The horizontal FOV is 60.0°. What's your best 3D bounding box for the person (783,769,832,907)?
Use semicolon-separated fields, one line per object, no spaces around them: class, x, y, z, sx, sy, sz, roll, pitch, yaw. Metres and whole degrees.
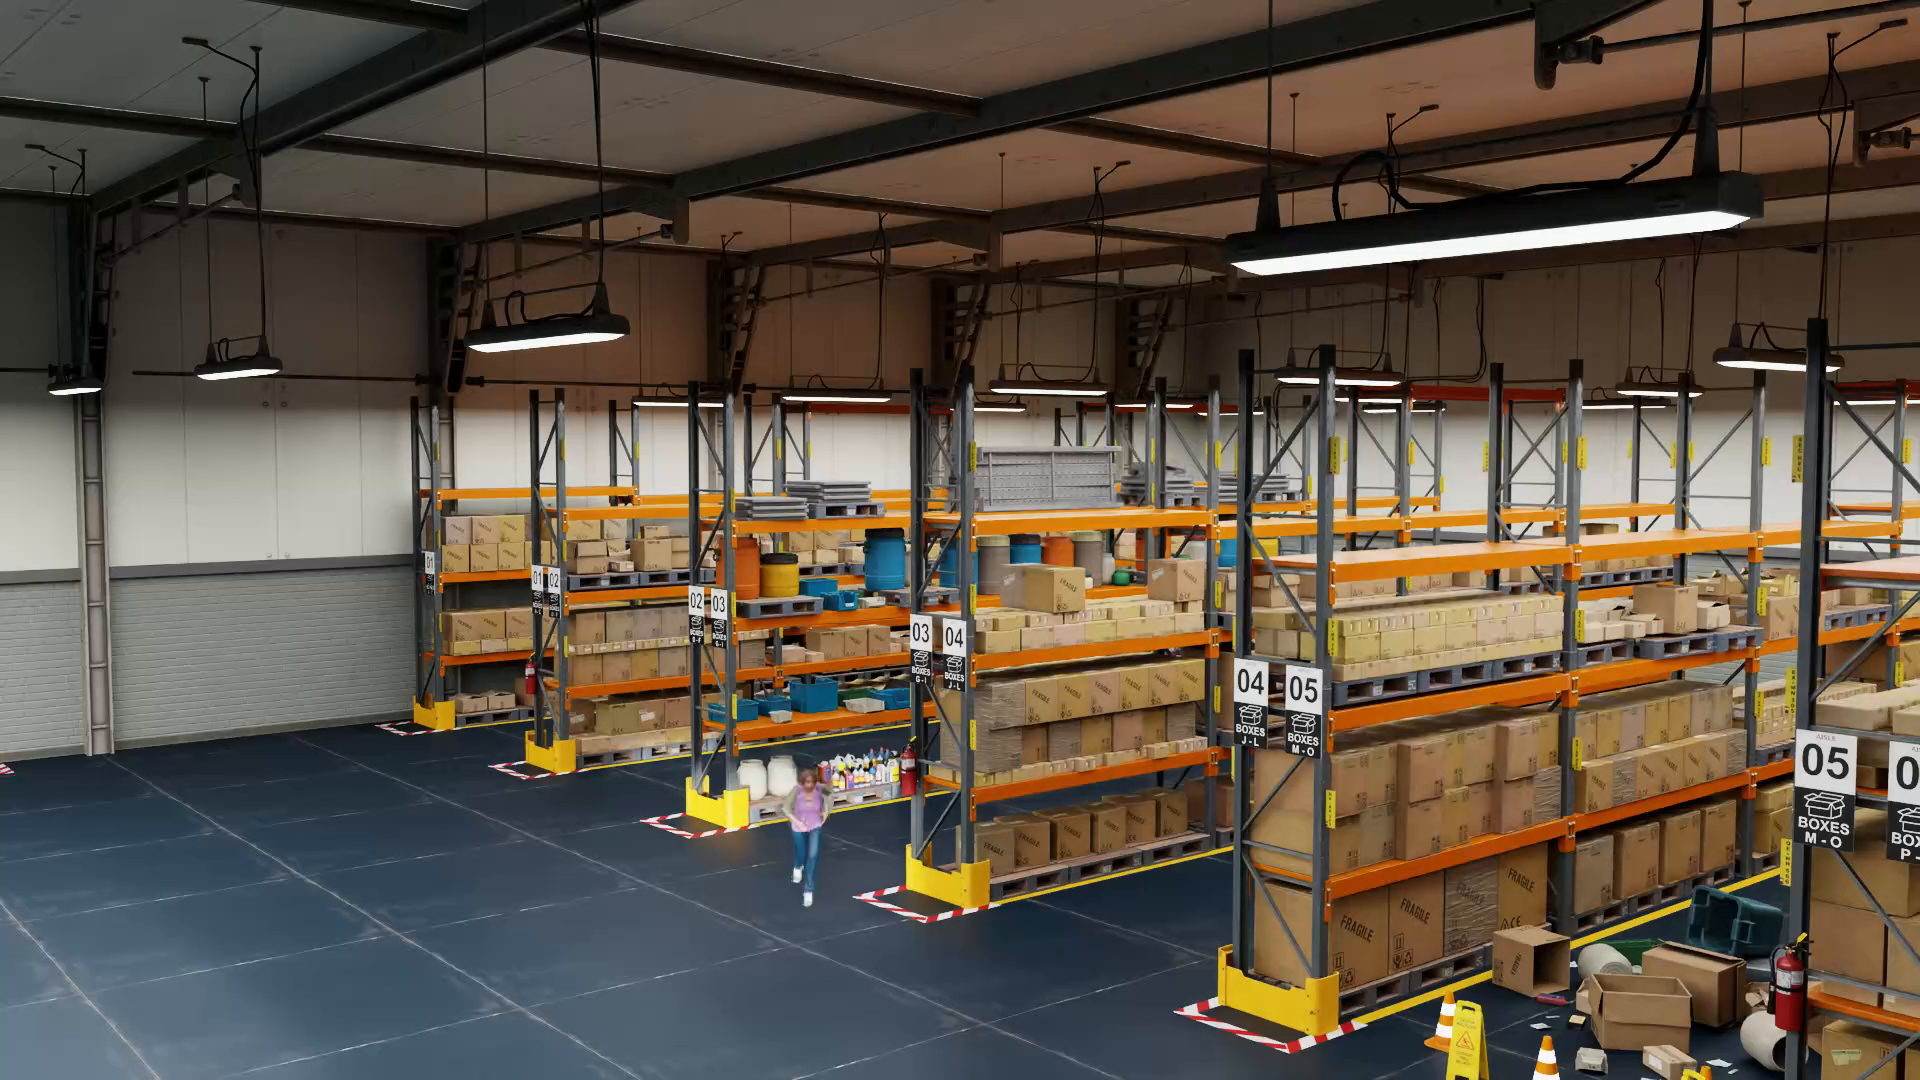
person;-1.757;3.308;18.901;0.577;1.546;0.920;-1;4;-17
